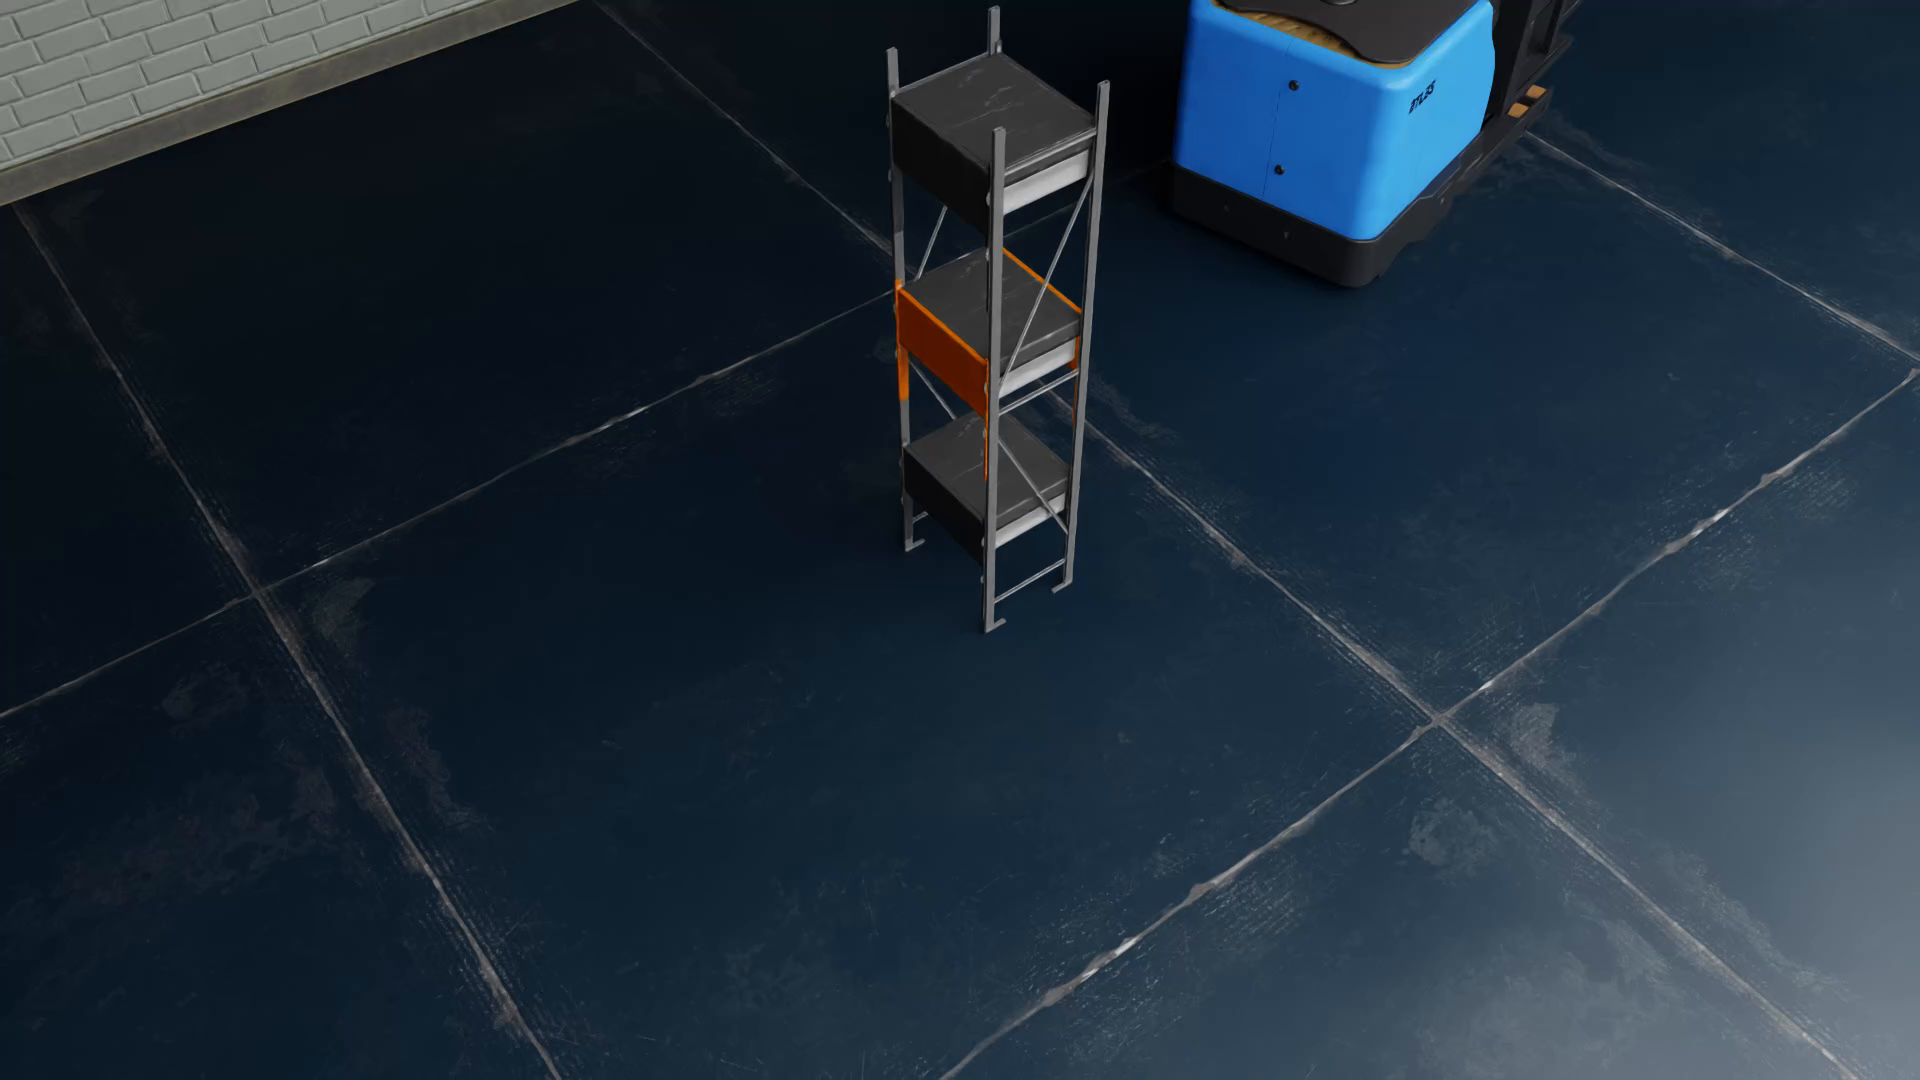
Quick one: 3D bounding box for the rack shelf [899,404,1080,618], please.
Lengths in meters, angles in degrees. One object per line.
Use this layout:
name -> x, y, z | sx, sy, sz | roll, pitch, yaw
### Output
rack shelf -> 0.100, -0.128, 5.912 | 0.431, 0.518, 0.480 | -29, 54, -24

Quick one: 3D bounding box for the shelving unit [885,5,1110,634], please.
shelving unit -> 0.100, -0.608, 5.384 | 0.431, 2.100, 0.503 | -29, 54, -24

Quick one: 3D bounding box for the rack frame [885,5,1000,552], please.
rack frame -> -0.048, -0.752, 5.514 | 0.400, 2.100, 0.015 | -29, 54, -24

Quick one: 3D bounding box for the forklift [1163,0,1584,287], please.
forklift -> 2.217, -3.114, 7.095 | 1.130, 2.935, 3.031 | 30, 54, 24

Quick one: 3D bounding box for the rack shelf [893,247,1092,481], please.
rack shelf -> 0.100, -0.598, 5.394 | 0.431, 0.518, 0.480 | -29, 54, -24

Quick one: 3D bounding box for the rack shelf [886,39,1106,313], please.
rack shelf -> 0.100, -1.069, 4.875 | 0.431, 0.518, 0.480 | -29, 54, -24

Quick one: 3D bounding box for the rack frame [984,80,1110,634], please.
rack frame -> 0.248, -0.464, 5.253 | 0.400, 2.100, 0.015 | -29, 54, -24
